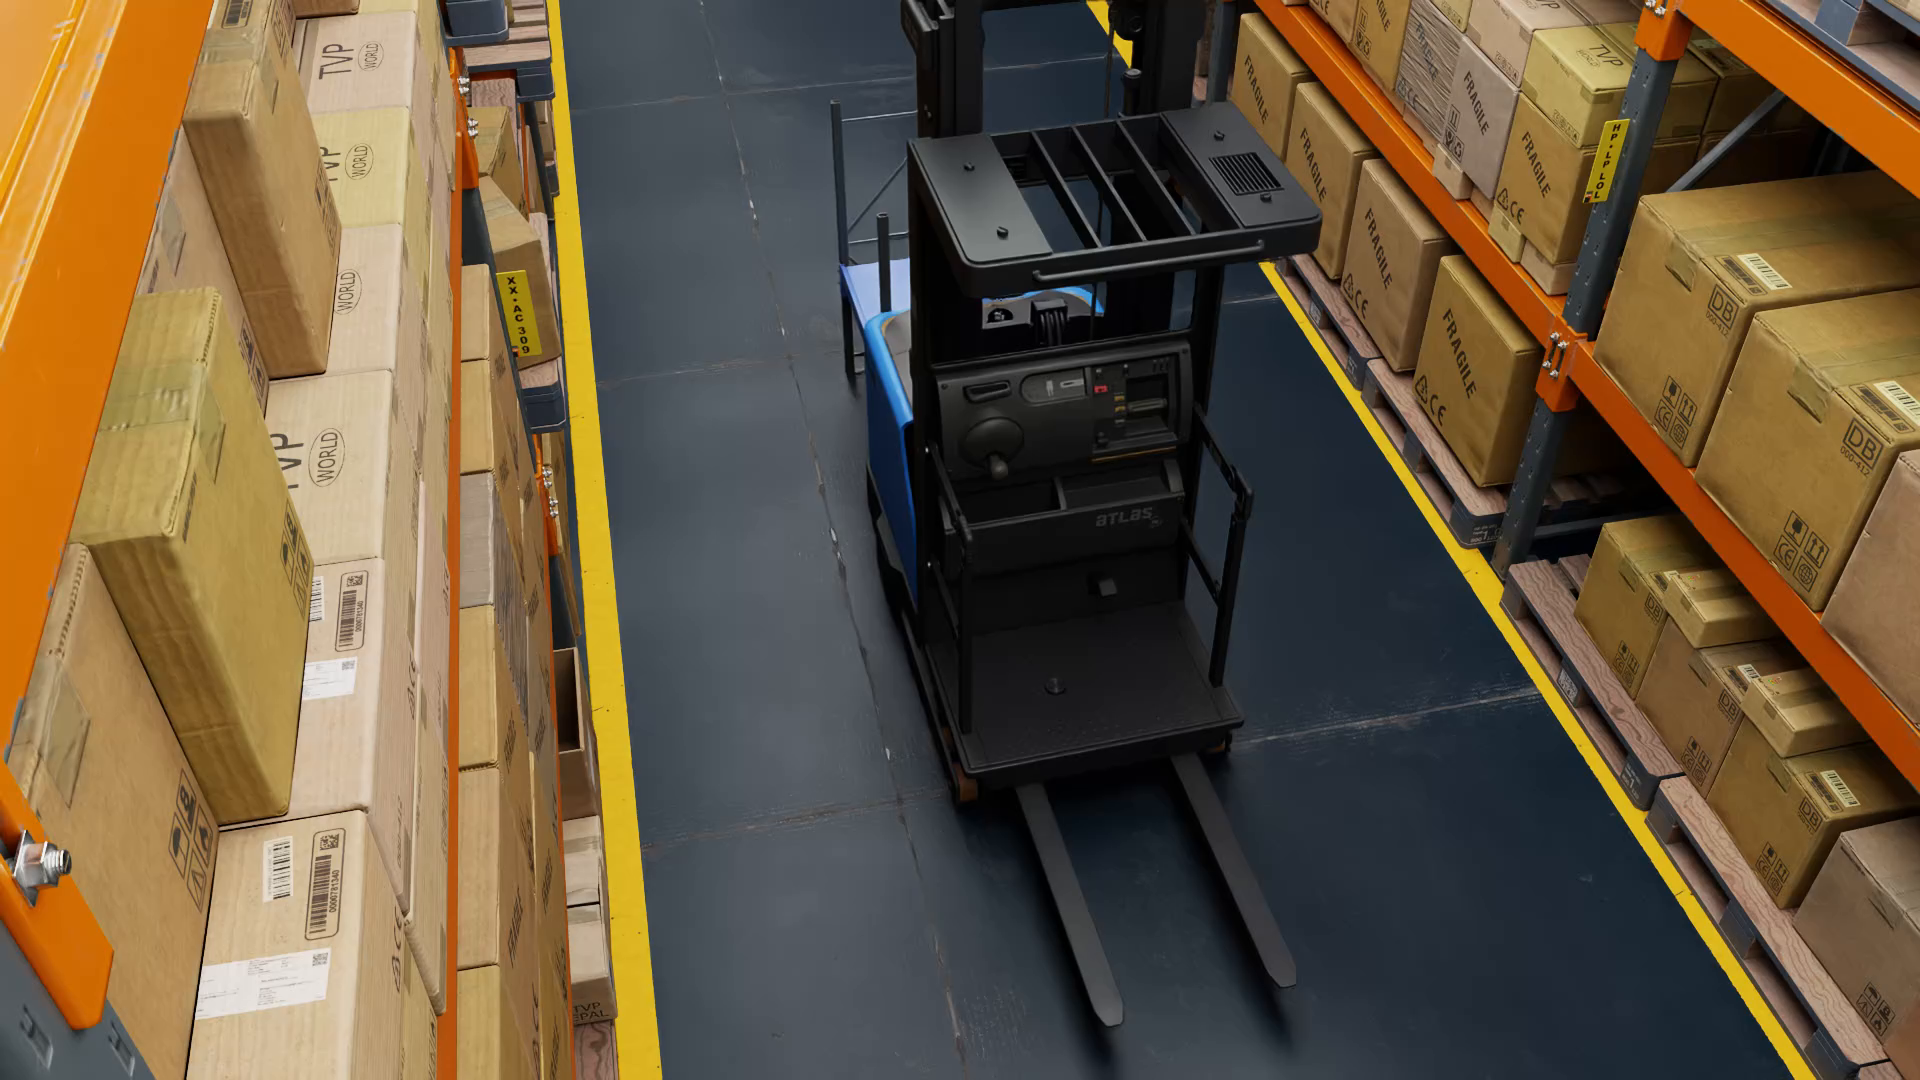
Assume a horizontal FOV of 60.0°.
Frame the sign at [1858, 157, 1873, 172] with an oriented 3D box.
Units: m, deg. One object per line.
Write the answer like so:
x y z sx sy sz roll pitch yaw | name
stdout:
3.402 -1.478 6.226 0.100 0.325 0.005 -8 42 -9 | sign

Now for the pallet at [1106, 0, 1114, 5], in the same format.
1.570 -3.890 11.755 1.003 0.211 1.213 -8 42 -9 | pallet

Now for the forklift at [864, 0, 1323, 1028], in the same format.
0.433 -0.373 5.744 1.130 2.935 3.031 -9 42 -10 | forklift

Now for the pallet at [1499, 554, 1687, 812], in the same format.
2.948 0.503 6.806 1.003 0.211 1.213 -8 42 -9 | pallet

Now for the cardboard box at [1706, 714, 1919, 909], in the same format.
3.136 0.892 5.834 0.700 0.500 0.500 -7 42 -8 | cardboard box

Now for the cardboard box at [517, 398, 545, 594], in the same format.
-1.617 -0.082 5.290 0.500 0.500 0.500 -8 42 -9 | cardboard box

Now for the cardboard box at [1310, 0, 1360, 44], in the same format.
2.062 -2.779 8.089 0.500 0.500 0.500 -9 42 -9 | cardboard box

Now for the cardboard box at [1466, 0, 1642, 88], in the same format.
2.409 -2.080 6.736 0.500 0.250 0.500 -7 42 -8 | cardboard box

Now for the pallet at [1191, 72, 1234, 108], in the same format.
1.830 -3.101 10.866 1.003 0.211 1.213 -8 42 -9 | pallet

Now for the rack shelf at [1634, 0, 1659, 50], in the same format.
2.429 -3.193 7.152 1.077 0.370 4.000 -8 42 -9 | rack shelf

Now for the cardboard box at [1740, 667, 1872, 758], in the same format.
2.930 0.577 5.700 0.380 0.149 0.250 -9 42 -11 | cardboard box

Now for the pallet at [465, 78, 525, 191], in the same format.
-2.415 -1.593 7.212 1.003 0.211 1.213 -8 42 -9 | pallet

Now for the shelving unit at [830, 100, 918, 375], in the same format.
-0.216 -1.125 7.670 0.538 1.500 1.048 -9 42 -10 | shelving unit

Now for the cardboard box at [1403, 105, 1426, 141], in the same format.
2.280 -1.966 7.661 0.380 0.149 0.250 -9 42 -10 | cardboard box

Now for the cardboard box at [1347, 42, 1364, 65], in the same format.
2.147 -2.474 8.234 0.380 0.149 0.250 -8 42 -9 | cardboard box

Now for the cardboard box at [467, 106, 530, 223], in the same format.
-2.070 -1.302 6.348 0.700 0.500 0.500 -2 42 -2 | cardboard box

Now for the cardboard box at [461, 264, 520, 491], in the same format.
-1.614 -0.453 4.954 0.500 0.500 0.500 -8 42 -9 | cardboard box

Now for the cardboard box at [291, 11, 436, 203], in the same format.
-1.501 -0.984 3.857 0.500 0.250 0.500 -8 42 -9 | cardboard box

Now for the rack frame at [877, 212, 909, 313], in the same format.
-0.093 -0.798 7.301 0.500 1.500 0.032 -9 42 -10 | rack frame

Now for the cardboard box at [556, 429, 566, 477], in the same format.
-2.069 -0.579 7.477 0.500 0.500 0.500 -8 42 -9 | cardboard box

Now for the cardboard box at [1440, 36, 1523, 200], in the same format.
2.395 -1.793 6.977 0.500 0.500 0.500 -8 42 -9 | cardboard box

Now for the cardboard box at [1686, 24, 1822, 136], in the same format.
3.016 -1.816 6.439 0.500 0.250 0.500 -7 42 -8 | cardboard box

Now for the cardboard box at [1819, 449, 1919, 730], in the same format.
3.280 0.142 4.887 0.980 0.700 0.700 -10 43 -11 | cardboard box

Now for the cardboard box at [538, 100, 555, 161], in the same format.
-2.665 -2.435 9.771 0.500 0.250 0.500 -8 42 -9 | cardboard box

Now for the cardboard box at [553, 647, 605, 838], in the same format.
-1.576 0.767 5.960 0.500 0.500 0.500 -8 42 -9 | cardboard box

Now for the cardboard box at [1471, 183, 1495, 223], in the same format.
2.422 -1.471 7.103 0.380 0.149 0.250 -7 42 -8 | cardboard box

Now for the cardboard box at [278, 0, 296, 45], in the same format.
-1.864 -1.211 3.548 0.700 0.500 0.500 -8 42 -9 | cardboard box

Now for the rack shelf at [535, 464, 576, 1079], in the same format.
-1.544 1.233 4.425 1.077 0.370 4.000 -8 42 -9 | rack shelf

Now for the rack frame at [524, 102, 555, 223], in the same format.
-2.839 -2.925 8.567 1.000 3.000 0.127 -8 42 -9 | rack frame

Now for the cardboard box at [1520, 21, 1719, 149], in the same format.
2.510 -1.747 6.361 0.500 0.250 0.500 -7 42 -8 | cardboard box

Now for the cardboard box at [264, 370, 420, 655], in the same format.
-1.184 -0.011 2.761 0.500 0.250 0.500 -8 42 -9 | cardboard box

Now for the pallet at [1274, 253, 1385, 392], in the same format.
2.354 -1.283 8.818 1.003 0.211 1.213 -8 42 -9 | pallet

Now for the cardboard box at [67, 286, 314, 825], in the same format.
-1.264 0.061 2.116 0.700 0.500 0.500 -8 42 -9 | cardboard box

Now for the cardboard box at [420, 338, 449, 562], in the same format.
-1.294 -0.147 3.292 0.500 0.250 0.500 -8 42 -9 | cardboard box

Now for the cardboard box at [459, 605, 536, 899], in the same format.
-1.284 0.532 3.844 0.500 0.500 0.500 -9 42 -10 | cardboard box

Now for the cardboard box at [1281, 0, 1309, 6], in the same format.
1.863 -2.955 8.775 0.380 0.149 0.250 -7 42 -8 | cardboard box

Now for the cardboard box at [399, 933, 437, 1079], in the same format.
-0.975 0.826 2.196 0.500 0.250 0.500 -8 42 -9 | cardboard box

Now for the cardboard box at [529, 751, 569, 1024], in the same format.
-1.279 0.914 4.167 0.500 0.500 0.500 -8 42 -9 | cardboard box

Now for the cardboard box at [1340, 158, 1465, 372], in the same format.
2.399 -1.376 8.125 0.750 0.750 0.750 -7 42 -8 | cardboard box

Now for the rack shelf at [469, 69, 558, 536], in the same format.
-2.407 -1.359 7.346 1.077 0.370 4.000 -8 42 -9 | rack shelf

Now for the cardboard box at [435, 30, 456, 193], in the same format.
-1.611 -1.121 4.388 0.500 0.250 0.500 -8 42 -9 | cardboard box
